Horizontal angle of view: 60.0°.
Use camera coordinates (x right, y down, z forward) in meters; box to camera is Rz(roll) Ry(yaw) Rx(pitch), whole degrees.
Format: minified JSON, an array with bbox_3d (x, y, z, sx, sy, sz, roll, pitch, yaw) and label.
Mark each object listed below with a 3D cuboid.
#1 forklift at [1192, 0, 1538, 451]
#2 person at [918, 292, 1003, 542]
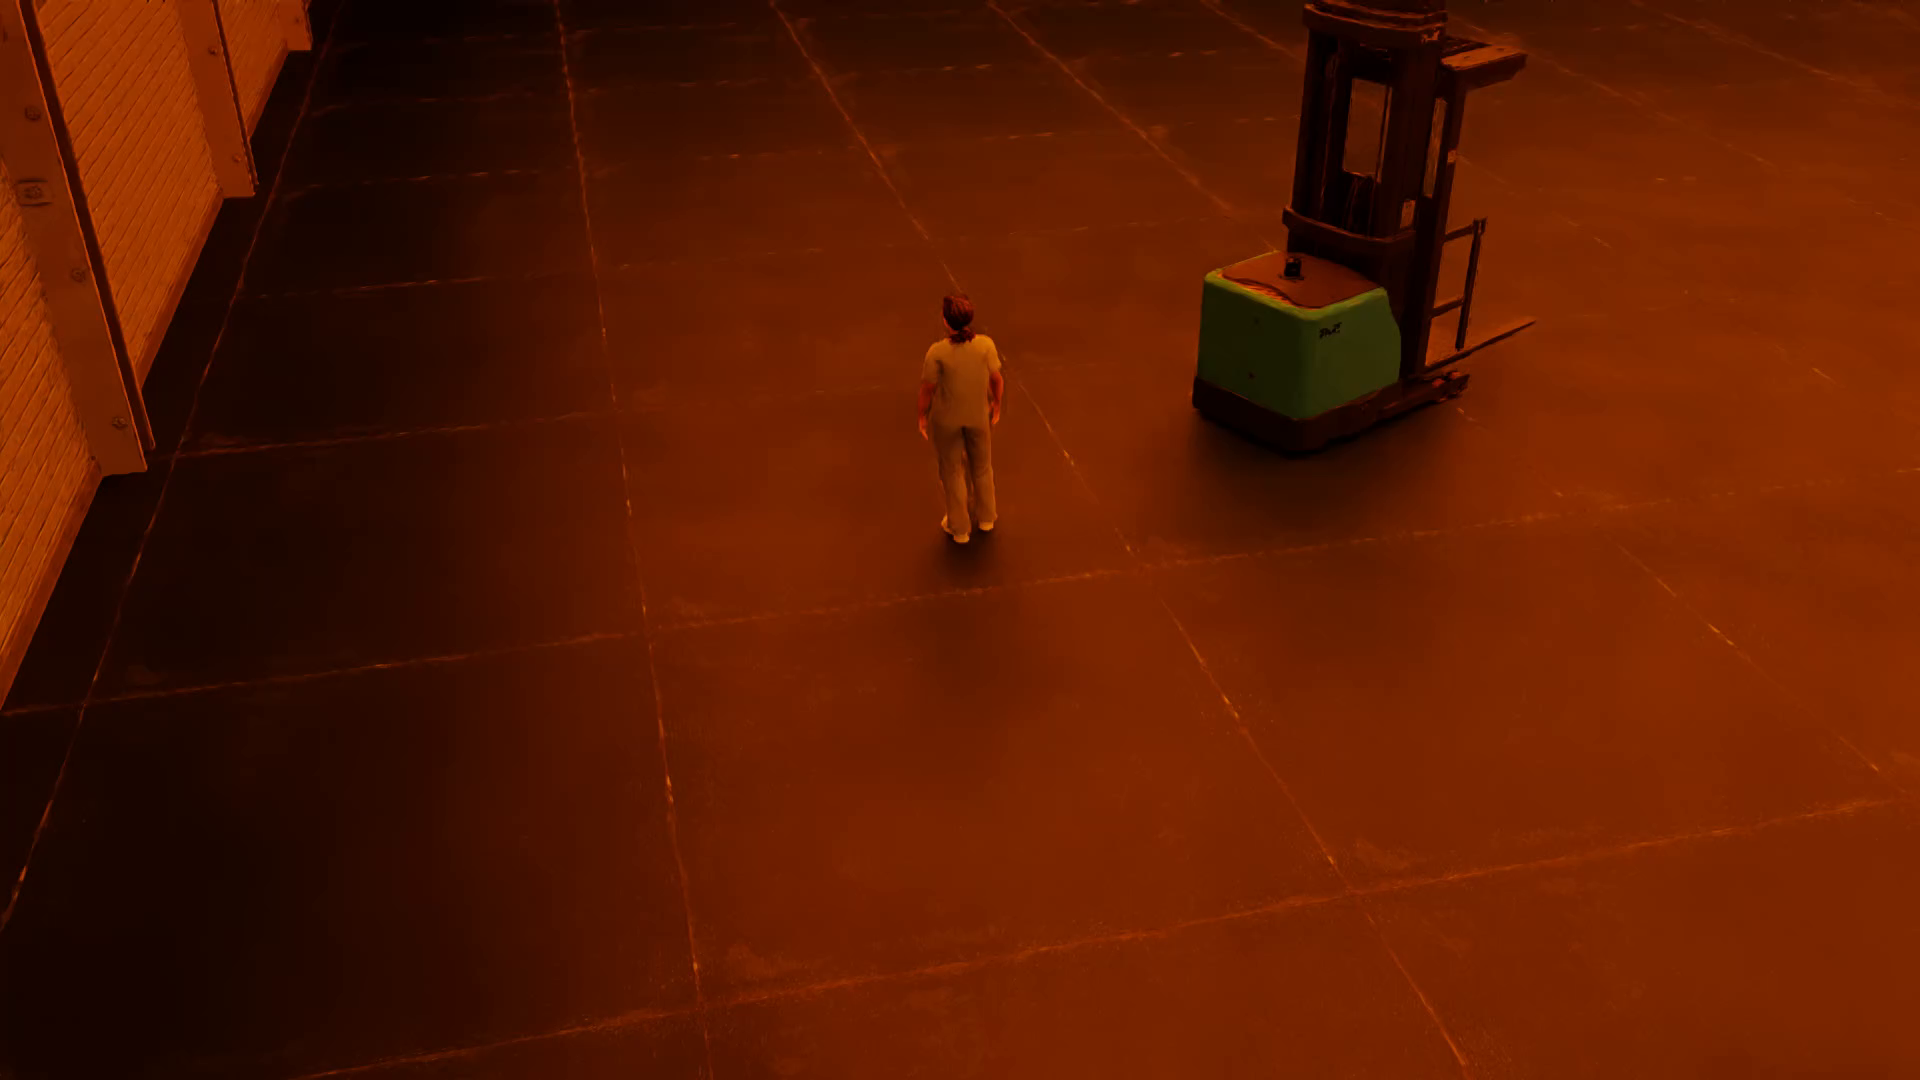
[{"bbox_3d":[3.150,-2.472,11.845,3.031,2.935,1.130,-22,37,-33],"label":"forklift"},{"bbox_3d":[-0.004,-0.769,10.142,0.550,1.674,0.548,-7,31,-12],"label":"person"}]
